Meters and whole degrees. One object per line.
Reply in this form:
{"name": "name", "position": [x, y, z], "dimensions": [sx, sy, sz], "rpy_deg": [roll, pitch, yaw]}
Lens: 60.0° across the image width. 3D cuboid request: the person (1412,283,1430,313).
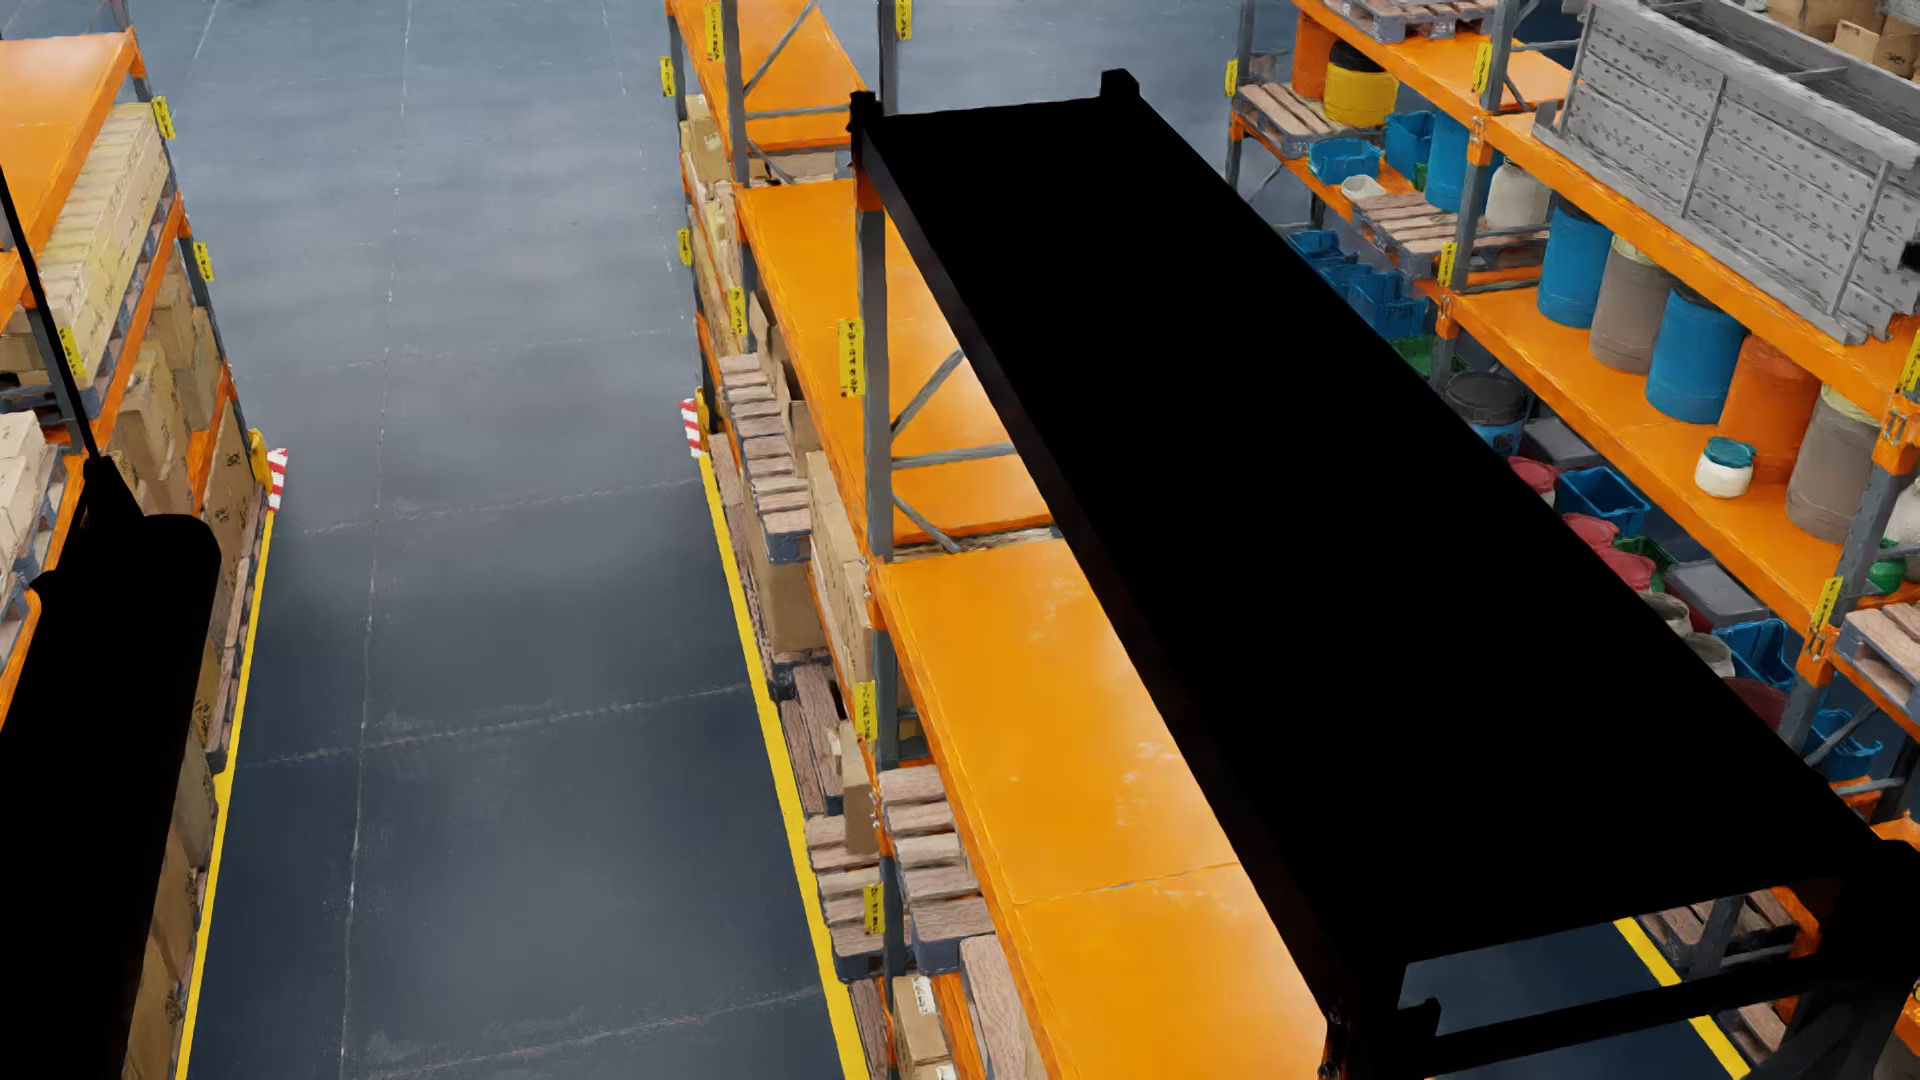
{"name": "person", "position": [4.983, -3.181, 17.271], "dimensions": [0.446, 1.667, 0.636], "rpy_deg": [19, 39, 26]}
